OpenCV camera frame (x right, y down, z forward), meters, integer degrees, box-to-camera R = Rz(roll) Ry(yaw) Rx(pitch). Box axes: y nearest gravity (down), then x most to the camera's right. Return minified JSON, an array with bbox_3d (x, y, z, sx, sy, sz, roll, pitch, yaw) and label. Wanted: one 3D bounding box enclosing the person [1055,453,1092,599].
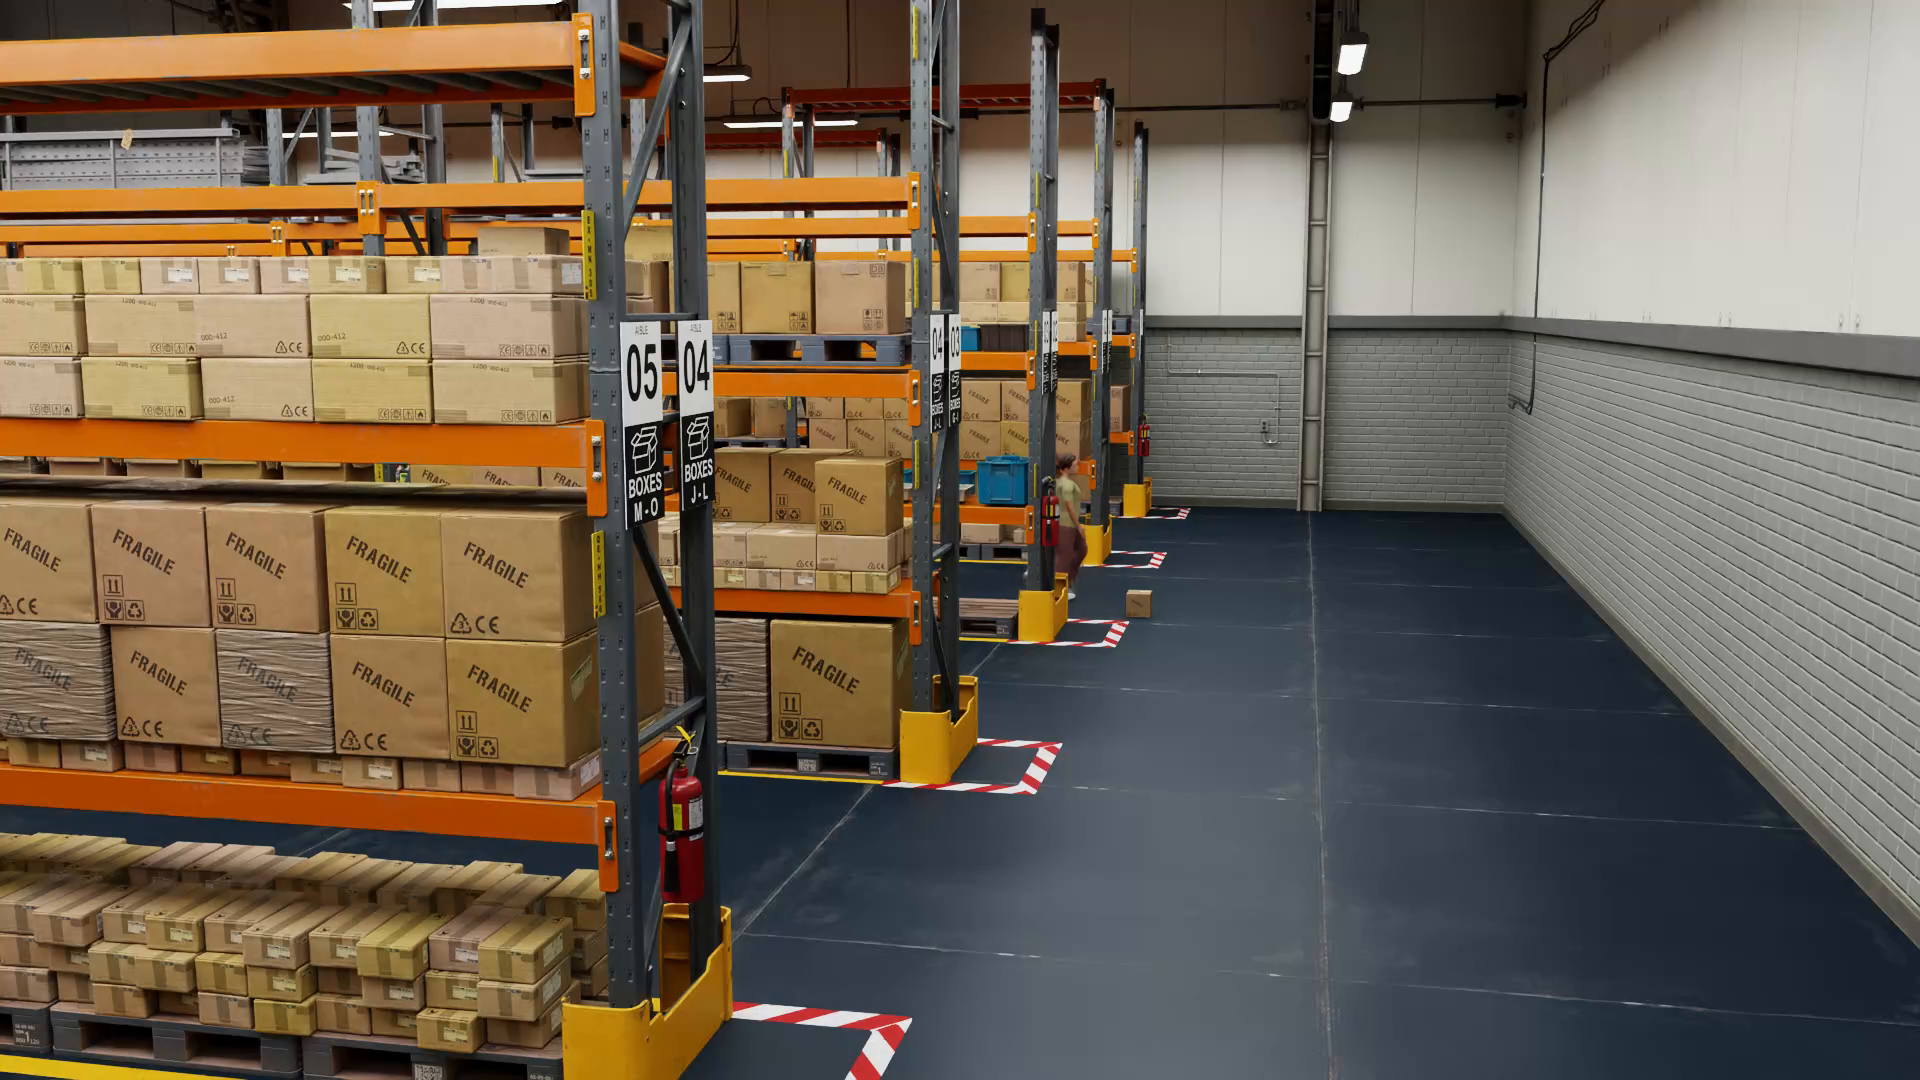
[{"bbox_3d":[1.218,-0.118,18.310,0.481,1.706,0.558,0,8,-2],"label":"person"}]
